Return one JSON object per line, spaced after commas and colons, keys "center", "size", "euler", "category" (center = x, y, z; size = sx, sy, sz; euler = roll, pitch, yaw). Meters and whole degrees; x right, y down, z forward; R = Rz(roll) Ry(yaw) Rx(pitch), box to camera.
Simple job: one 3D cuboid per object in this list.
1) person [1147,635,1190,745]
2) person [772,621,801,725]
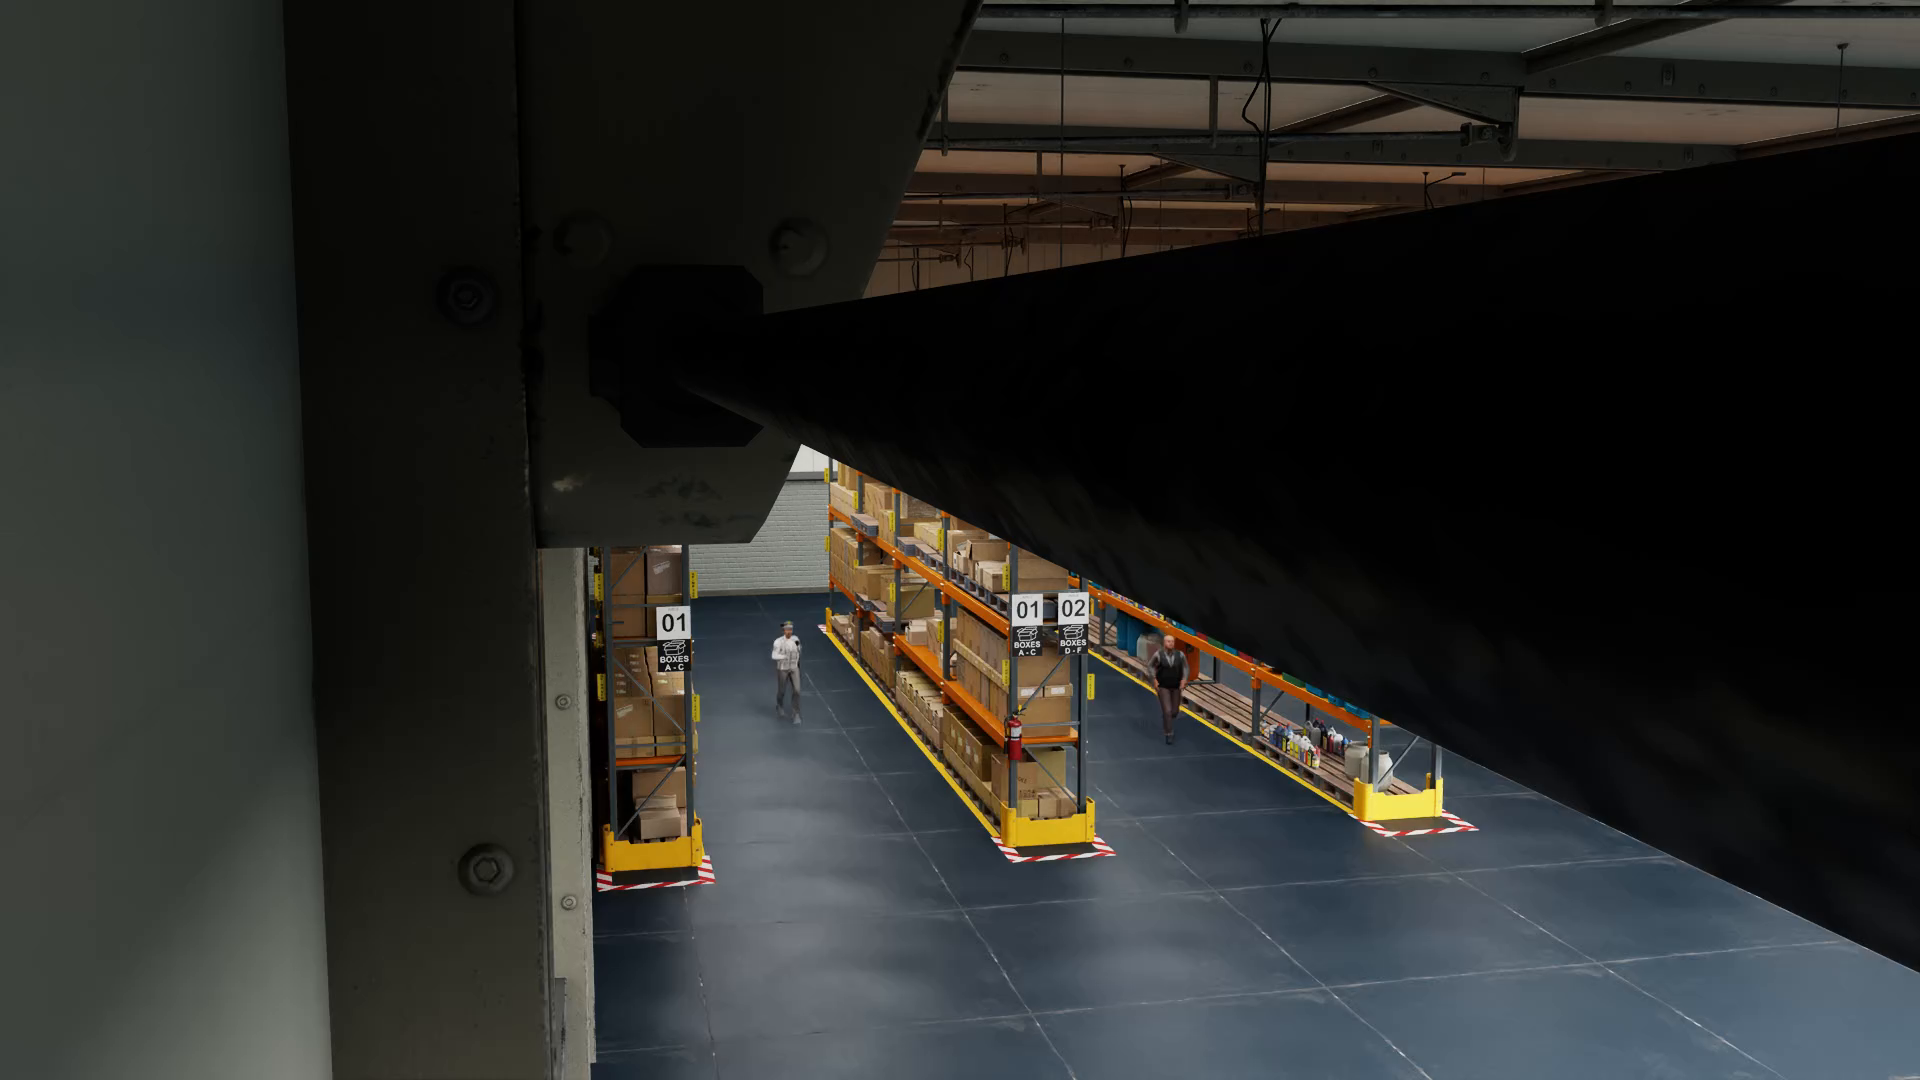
{"center": [3.323, 2.354, 26.541], "size": [0.678, 1.707, 0.796], "euler": [-1, 7, -8], "category": "person"}
{"center": [-2.886, 2.195, 27.830], "size": [0.557, 1.737, 0.816], "euler": [-2, 7, -20], "category": "person"}
